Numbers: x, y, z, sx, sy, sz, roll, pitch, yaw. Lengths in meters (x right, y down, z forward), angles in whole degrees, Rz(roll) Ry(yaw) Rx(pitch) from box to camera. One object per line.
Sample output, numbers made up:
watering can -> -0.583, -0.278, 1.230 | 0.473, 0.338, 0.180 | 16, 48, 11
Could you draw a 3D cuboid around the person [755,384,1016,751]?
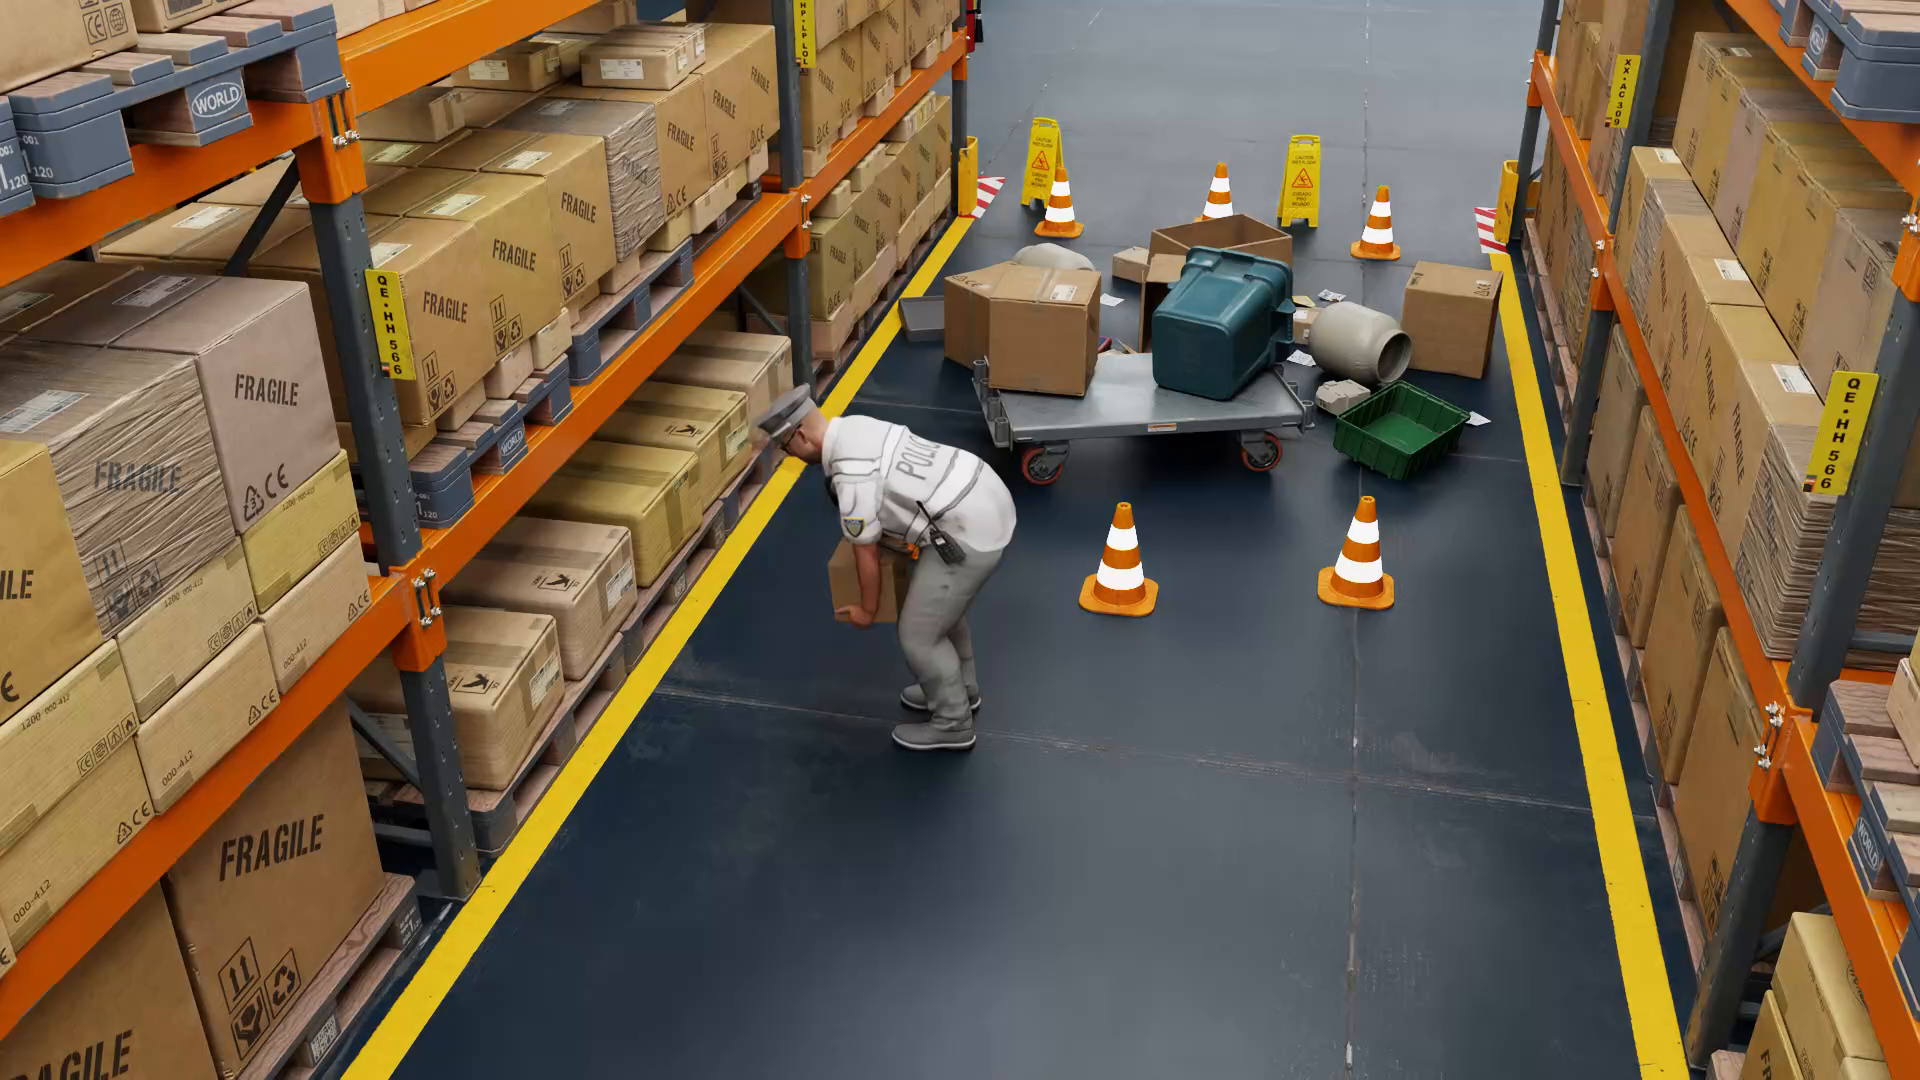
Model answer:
person -> -0.275, 0.093, 6.312 | 0.966, 1.409, 0.468 | 5, 29, 9
